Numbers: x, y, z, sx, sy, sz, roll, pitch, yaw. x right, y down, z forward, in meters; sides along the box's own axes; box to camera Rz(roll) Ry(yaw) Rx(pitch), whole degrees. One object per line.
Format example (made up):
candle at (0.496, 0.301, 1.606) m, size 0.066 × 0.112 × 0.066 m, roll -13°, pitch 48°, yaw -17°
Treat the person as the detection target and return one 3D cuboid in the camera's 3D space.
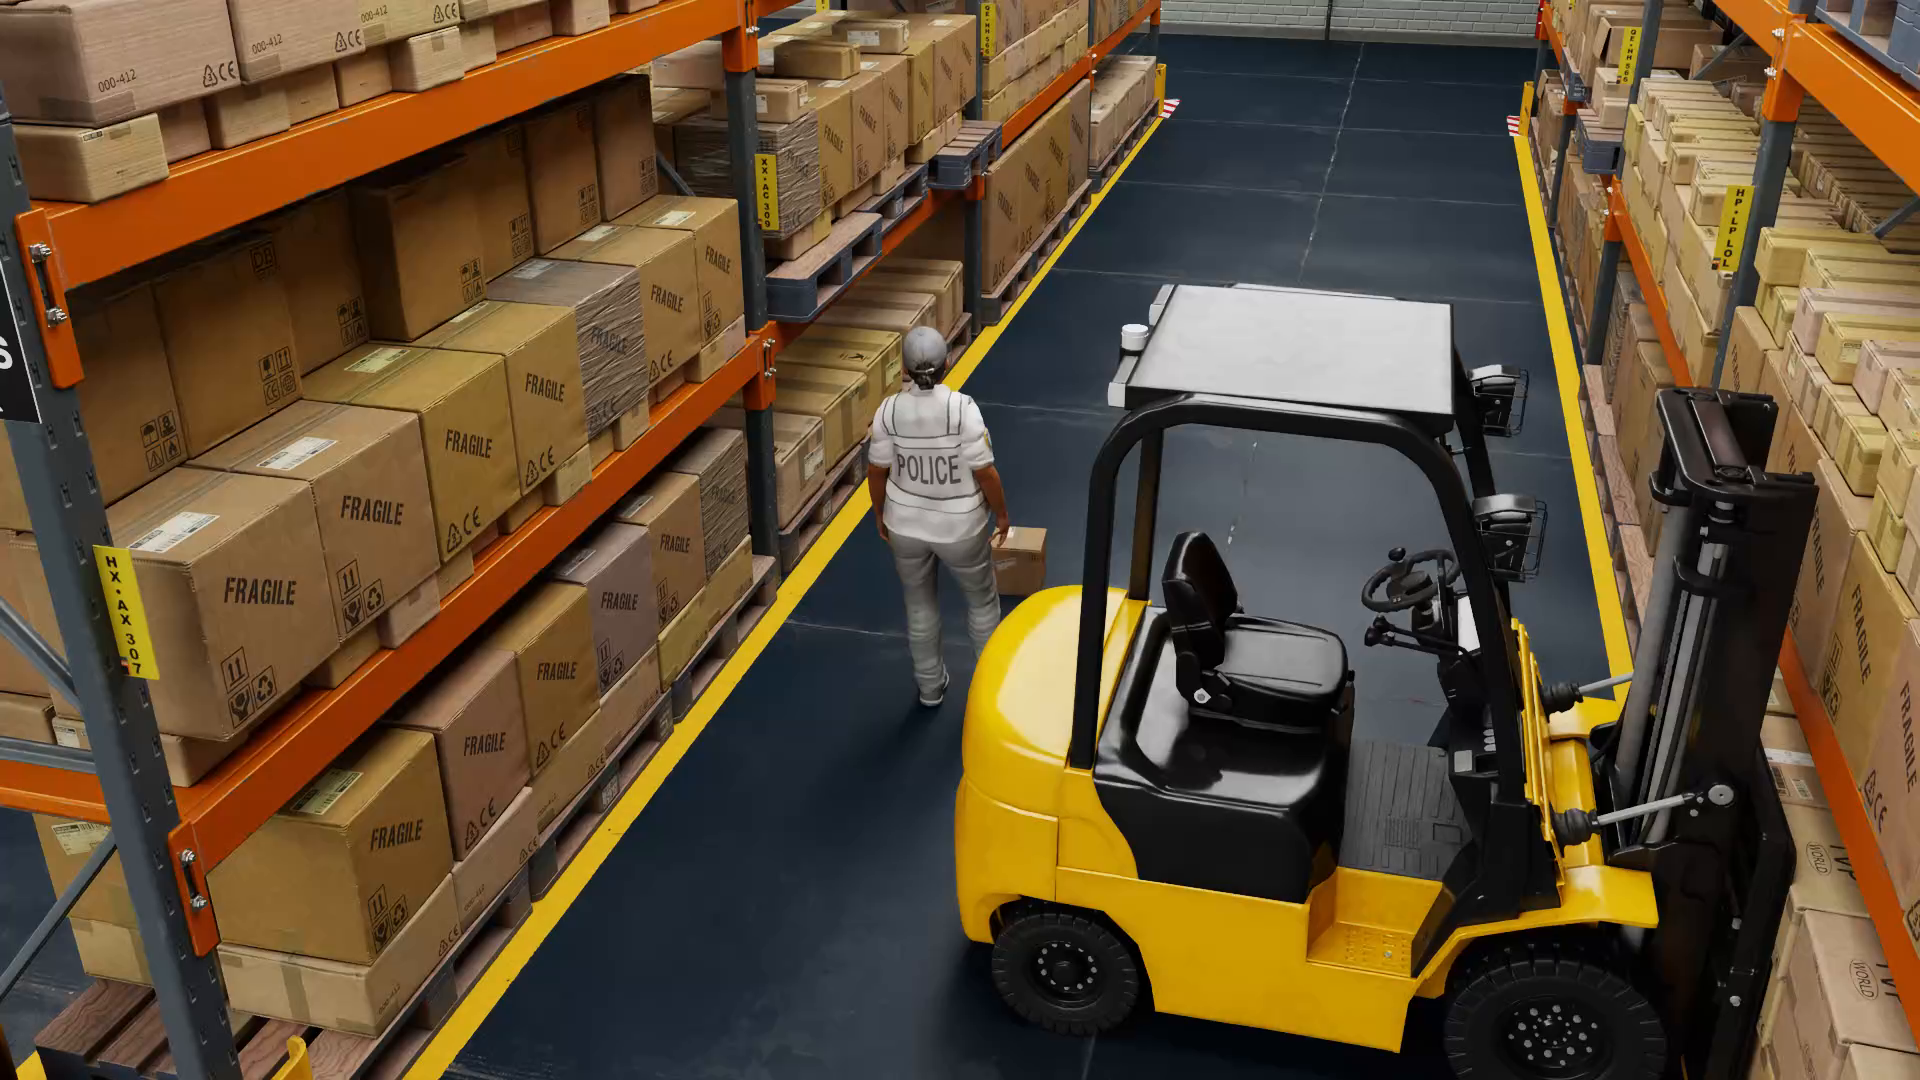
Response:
person at (-0.053, -0.095, 6.779) m, size 0.597 × 1.670 × 0.529 m, roll 6°, pitch 26°, yaw 12°
